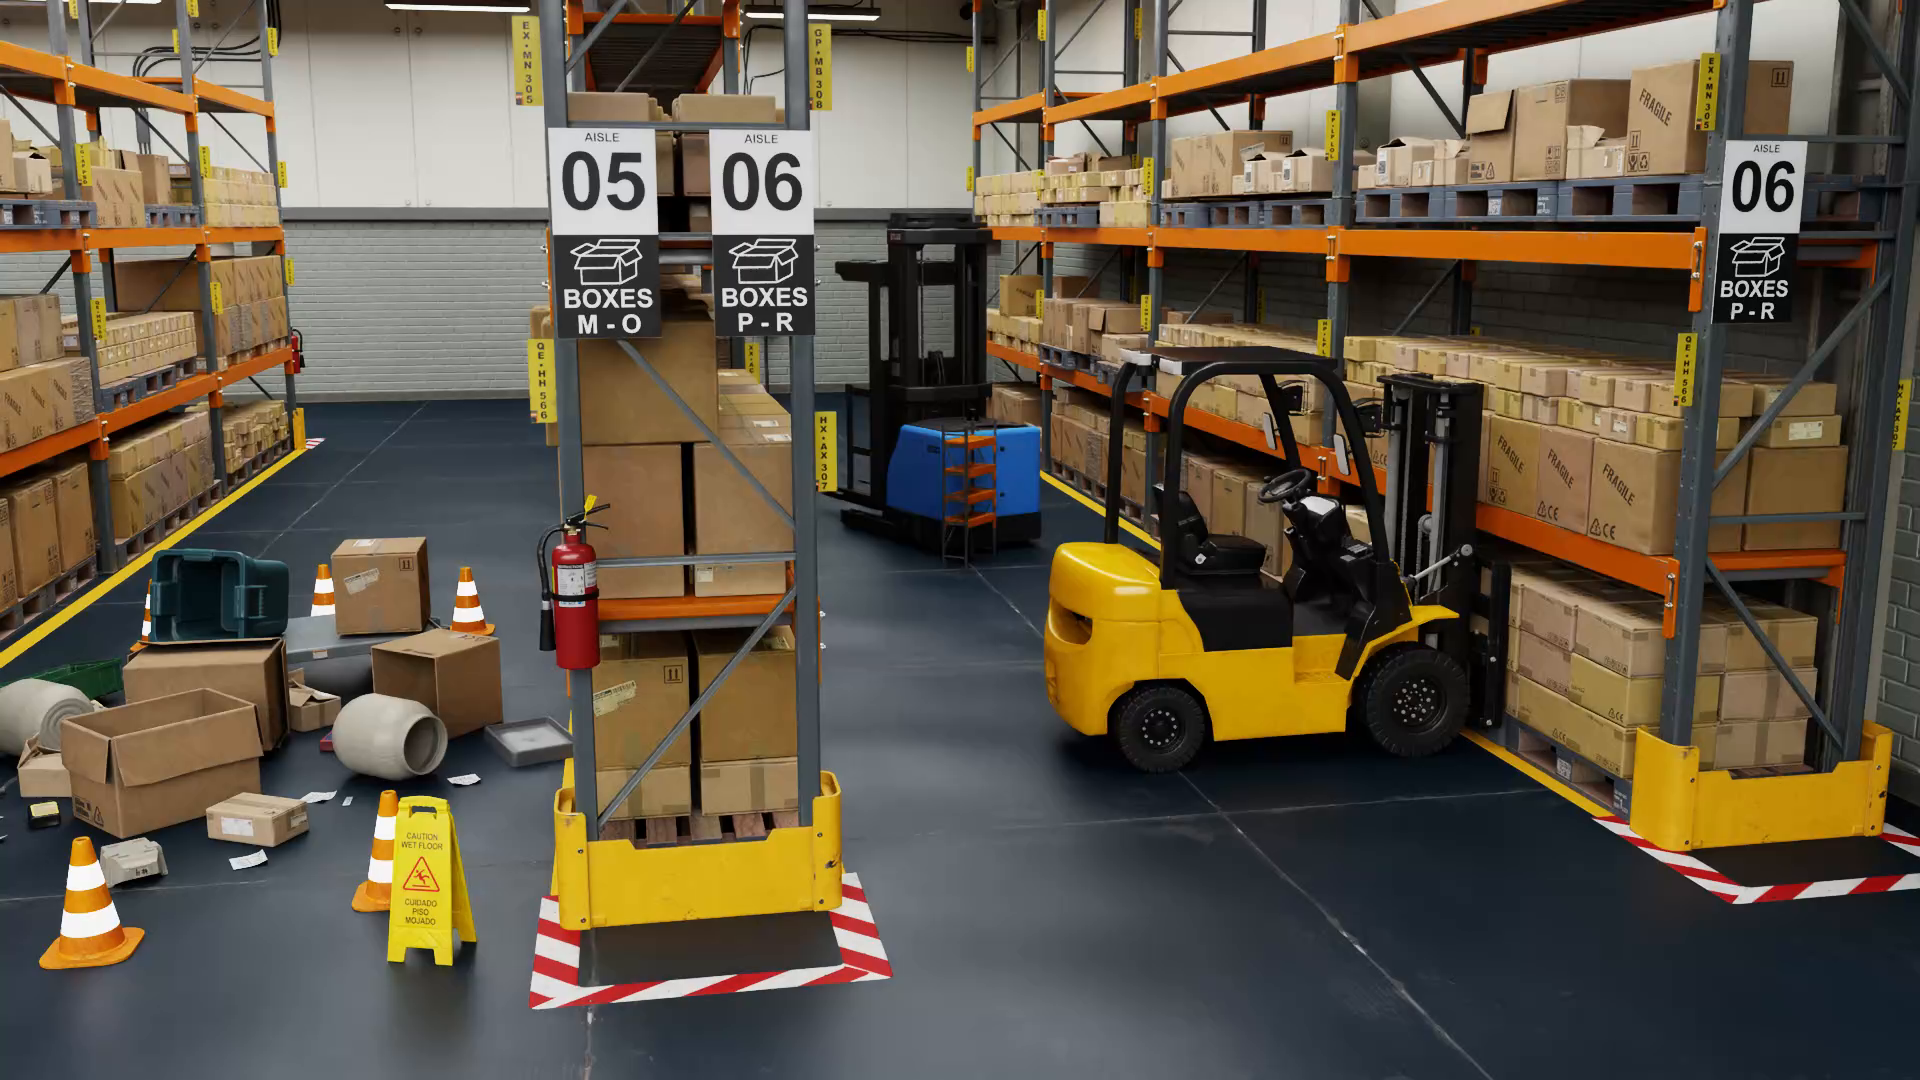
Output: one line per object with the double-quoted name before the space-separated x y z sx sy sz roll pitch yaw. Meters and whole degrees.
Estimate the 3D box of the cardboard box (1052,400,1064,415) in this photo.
"cardboard box" 1.261 -1.517 18.969 0.380 0.149 0.250 -2 11 -8

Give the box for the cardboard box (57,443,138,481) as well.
"cardboard box" -7.370 -0.664 14.217 0.500 0.250 0.500 -3 11 -14

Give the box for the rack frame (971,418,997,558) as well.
"rack frame" 0.204 -0.444 14.322 0.240 1.200 0.015 6 12 30

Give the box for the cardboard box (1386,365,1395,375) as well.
"cardboard box" 2.942 -1.033 10.601 0.380 0.149 0.250 -2 11 -11

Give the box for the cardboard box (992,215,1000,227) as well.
"cardboard box" 0.624 -4.120 21.469 0.380 0.149 0.250 -2 11 -11

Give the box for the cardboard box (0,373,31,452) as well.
"cardboard box" -6.826 -0.881 11.535 0.500 0.500 0.500 -2 11 -10

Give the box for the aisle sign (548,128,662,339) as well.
"aisle sign" -1.354 -1.168 6.358 0.394 0.787 0.004 -2 11 -11

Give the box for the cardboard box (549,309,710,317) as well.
"cardboard box" -1.486 -0.778 7.526 0.700 0.500 0.500 -2 11 -10

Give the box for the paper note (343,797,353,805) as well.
"paper note" -3.060 1.305 8.313 0.032 0.001 0.123 -2 11 -11

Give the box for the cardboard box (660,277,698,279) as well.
"cardboard box" -2.895 -2.393 16.805 0.500 0.500 0.500 -2 11 -9

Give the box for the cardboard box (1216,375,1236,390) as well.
"cardboard box" 2.382 -1.362 13.393 0.500 0.250 0.500 -2 11 -10

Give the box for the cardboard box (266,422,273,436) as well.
"cardboard box" -8.431 -1.325 19.840 0.380 0.149 0.250 -2 11 -10

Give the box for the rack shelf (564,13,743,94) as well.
"rack shelf" -2.249 -3.411 12.042 1.077 0.370 4.000 -2 11 -11

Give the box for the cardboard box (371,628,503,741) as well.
"cardboard box" -2.986 0.826 9.512 0.500 0.500 0.500 6 12 28

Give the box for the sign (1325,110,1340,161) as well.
"sign" 2.478 -2.688 11.052 0.100 0.325 0.005 -2 11 -11

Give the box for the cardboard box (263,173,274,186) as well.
"cardboard box" -8.677 -4.440 20.476 0.380 0.149 0.250 -2 11 -12

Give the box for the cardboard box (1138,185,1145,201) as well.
"cardboard box" 1.894 -3.262 15.623 0.380 0.149 0.250 -2 11 -12

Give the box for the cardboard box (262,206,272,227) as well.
"cardboard box" -8.575 -3.882 19.947 0.500 0.250 0.500 -2 11 -11

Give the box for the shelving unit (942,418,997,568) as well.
"shelving unit" 0.081 -0.405 14.116 0.258 1.200 0.503 6 12 30

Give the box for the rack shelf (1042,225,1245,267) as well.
"rack shelf" 1.841 -3.048 17.091 1.077 0.370 4.000 -2 11 -11

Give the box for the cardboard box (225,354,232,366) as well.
"cardboard box" -8.259 -1.997 18.340 0.380 0.149 0.250 -3 11 -14

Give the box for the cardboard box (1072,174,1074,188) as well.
"cardboard box" 1.393 -3.791 17.553 0.380 0.149 0.250 -2 11 -10

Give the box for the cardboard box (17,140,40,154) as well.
"cardboard box" -7.922 -3.239 13.852 0.396 0.266 0.258 -2 11 -11

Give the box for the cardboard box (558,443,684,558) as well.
"cardboard box" -1.458 -0.198 7.150 0.500 0.500 0.500 -2 11 -12

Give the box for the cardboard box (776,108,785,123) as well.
"cardboard box" -0.979 -1.870 7.515 0.380 0.149 0.250 -2 11 -11

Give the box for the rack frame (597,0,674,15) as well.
"rack frame" -4.194 -5.795 21.573 1.000 3.000 0.127 -2 11 -11

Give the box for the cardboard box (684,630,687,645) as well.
"cardboard box" -1.280 0.415 9.219 0.500 0.500 0.500 -2 11 -8

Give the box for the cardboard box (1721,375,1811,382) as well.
"cardboard box" 3.940 -0.728 8.203 0.380 0.149 0.250 -2 11 -9

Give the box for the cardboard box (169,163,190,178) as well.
"cardboard box" -8.071 -3.819 17.213 0.380 0.149 0.250 -2 11 -12

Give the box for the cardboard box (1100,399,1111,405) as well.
"cardboard box" 1.807 -1.535 19.066 0.380 0.149 0.250 -3 11 -13

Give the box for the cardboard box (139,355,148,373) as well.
"cardboard box" -7.622 -1.597 15.114 0.380 0.149 0.250 -2 11 -10

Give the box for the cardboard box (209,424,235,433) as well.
"cardboard box" -8.208 -1.181 18.291 0.380 0.149 0.250 -2 11 -12

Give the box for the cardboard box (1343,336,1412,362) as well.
"cardboard box" 2.779 -1.272 11.061 0.380 0.149 0.250 -2 11 -10

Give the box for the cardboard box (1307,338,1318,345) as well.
"cardboard box" 2.954 -1.504 13.071 0.380 0.149 0.250 -2 11 -11

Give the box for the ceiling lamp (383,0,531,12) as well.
"ceiling lamp" -7.094 -9.066 23.151 2.000 3.185 0.800 -2 11 -11

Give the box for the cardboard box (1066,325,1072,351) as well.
"cardboard box" 1.346 -2.166 17.793 0.396 0.266 0.258 -2 11 -8

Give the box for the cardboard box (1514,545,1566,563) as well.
"cardboard box" 3.598 0.186 9.752 0.500 0.250 0.500 -2 11 -12

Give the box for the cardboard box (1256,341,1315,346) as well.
"cardboard box" 2.490 -1.437 12.723 0.380 0.149 0.250 -2 11 -12

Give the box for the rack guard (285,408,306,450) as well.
"rack guard" -9.015 -1.407 21.252 1.175 0.500 0.348 -2 11 -11

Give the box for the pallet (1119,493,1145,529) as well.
"pallet" 2.122 -0.330 16.365 1.003 0.211 1.213 -2 11 -11

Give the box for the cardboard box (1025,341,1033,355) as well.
"cardboard box" 0.996 -2.315 20.007 0.380 0.149 0.250 -2 11 -10

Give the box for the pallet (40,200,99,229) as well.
"pallet" -7.296 -2.446 12.509 1.213 0.211 1.003 -2 11 -8

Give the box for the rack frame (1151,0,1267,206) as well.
"rack frame" 2.230 -4.508 14.816 1.000 3.000 0.127 -2 11 -11

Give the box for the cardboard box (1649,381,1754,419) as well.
"cardboard box" 3.510 -0.666 7.876 0.380 0.149 0.250 -2 11 -11

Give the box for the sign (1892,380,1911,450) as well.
"sign" 4.332 -0.577 7.680 0.100 0.325 0.005 -2 11 -11

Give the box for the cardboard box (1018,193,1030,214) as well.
"cardboard box" 1.002 -4.015 19.853 0.500 0.250 0.500 -3 11 -13

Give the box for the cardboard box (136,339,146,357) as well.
"cardboard box" -7.623 -1.743 15.083 0.380 0.149 0.250 -2 11 -12

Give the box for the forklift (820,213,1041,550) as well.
"forklift" -0.481 -1.578 15.650 1.130 2.935 3.031 -7 13 -32

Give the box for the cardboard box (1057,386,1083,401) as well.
"cardboard box" 1.321 -1.665 18.953 0.380 0.149 0.250 -2 11 -12

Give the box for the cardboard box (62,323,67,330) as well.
"cardboard box" -8.268 -1.867 14.942 0.380 0.149 0.250 -2 11 -8

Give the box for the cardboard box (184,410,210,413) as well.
"cardboard box" -8.992 -1.448 19.691 0.380 0.149 0.250 -2 11 -9

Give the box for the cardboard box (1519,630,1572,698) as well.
"cardboard box" 3.298 0.634 8.734 0.500 0.250 0.500 -2 11 -12

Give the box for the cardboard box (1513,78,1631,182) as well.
"cardboard box" 3.360 -2.136 8.716 0.700 0.500 0.500 -2 11 -11

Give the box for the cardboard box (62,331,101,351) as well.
"cardboard box" -7.374 -1.649 13.797 0.380 0.149 0.250 -2 11 -11
